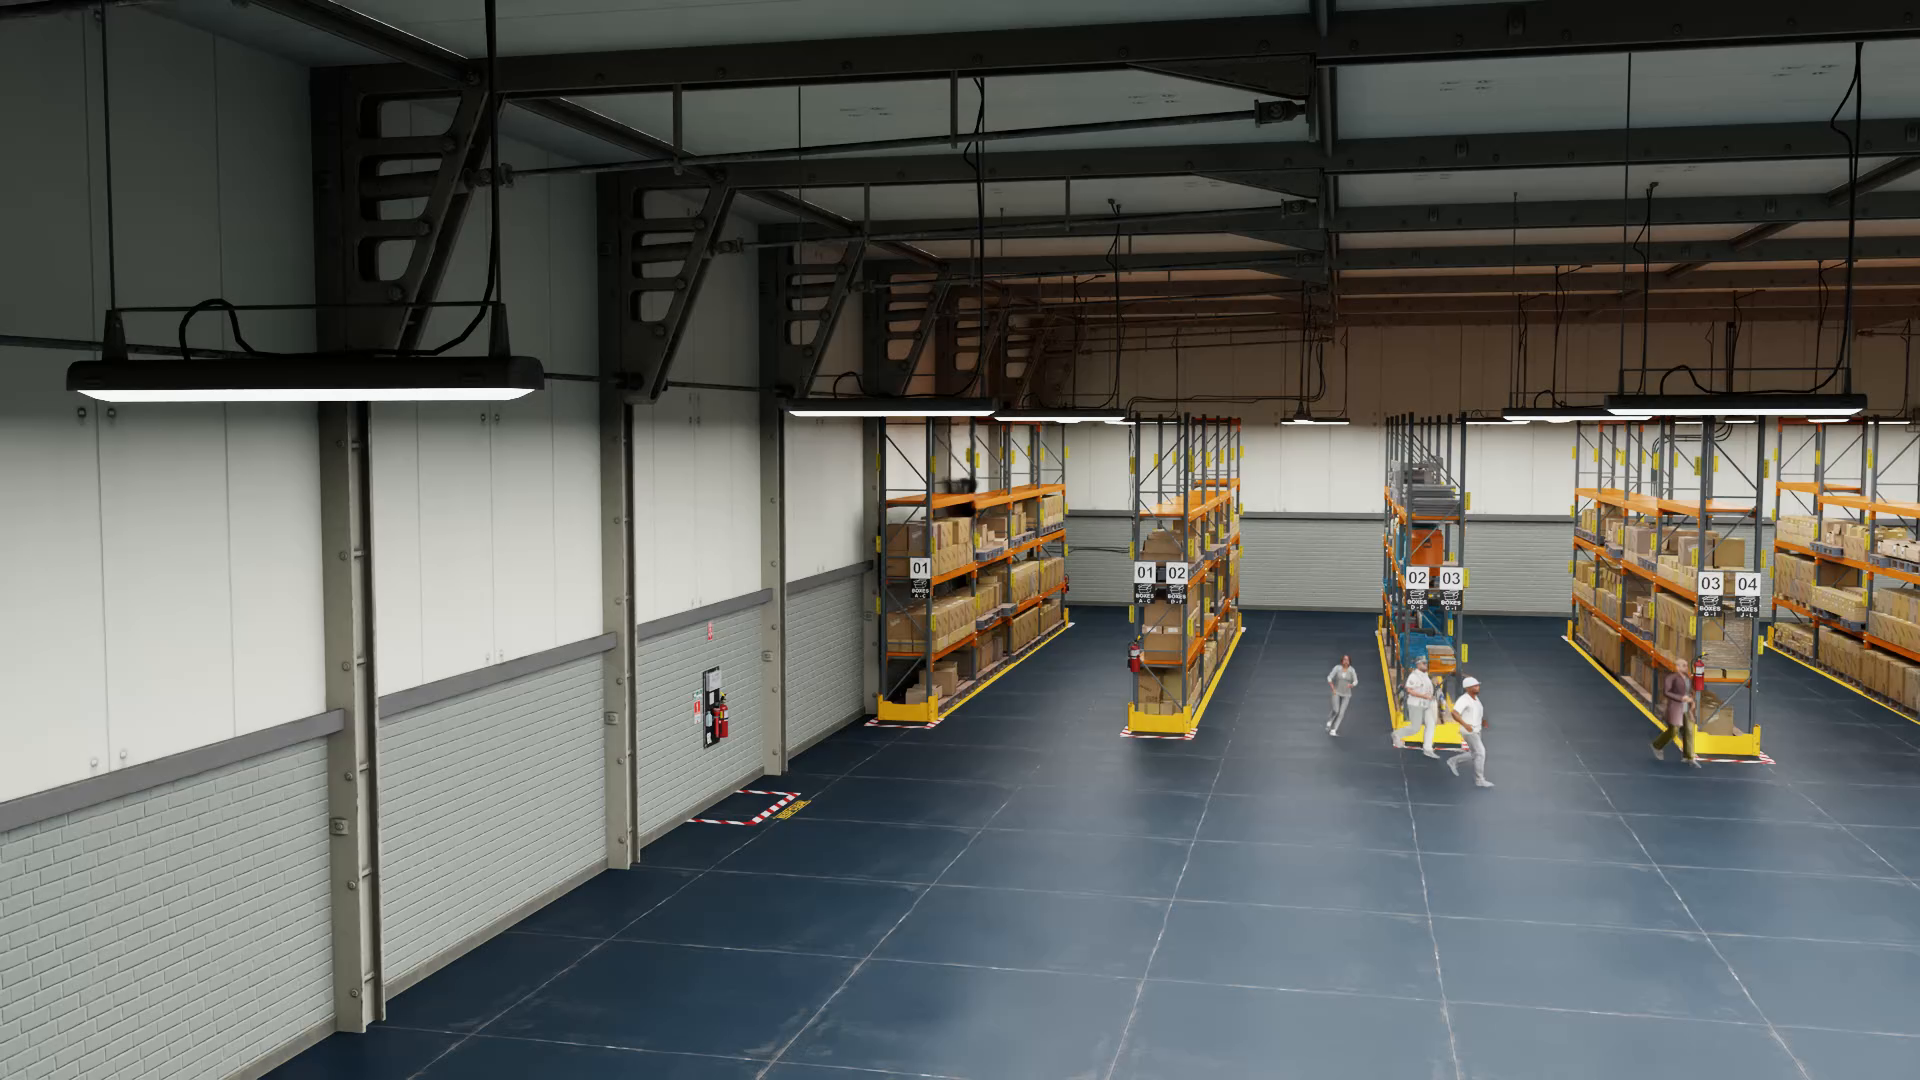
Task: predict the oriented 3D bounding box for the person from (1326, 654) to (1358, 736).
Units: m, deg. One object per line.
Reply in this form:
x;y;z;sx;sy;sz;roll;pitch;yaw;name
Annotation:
7.100;2.879;30.851;0.570;1.532;0.471;0;4;6;person

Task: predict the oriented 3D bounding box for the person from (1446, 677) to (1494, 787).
8.166;3.060;26.569;0.767;1.737;0.732;3;5;34;person

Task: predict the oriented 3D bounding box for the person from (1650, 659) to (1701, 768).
12.223;2.913;28.284;0.732;1.801;0.919;-2;4;-25;person

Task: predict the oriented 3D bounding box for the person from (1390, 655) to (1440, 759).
8.003;2.890;29.040;0.666;1.792;0.910;-4;5;-45;person
